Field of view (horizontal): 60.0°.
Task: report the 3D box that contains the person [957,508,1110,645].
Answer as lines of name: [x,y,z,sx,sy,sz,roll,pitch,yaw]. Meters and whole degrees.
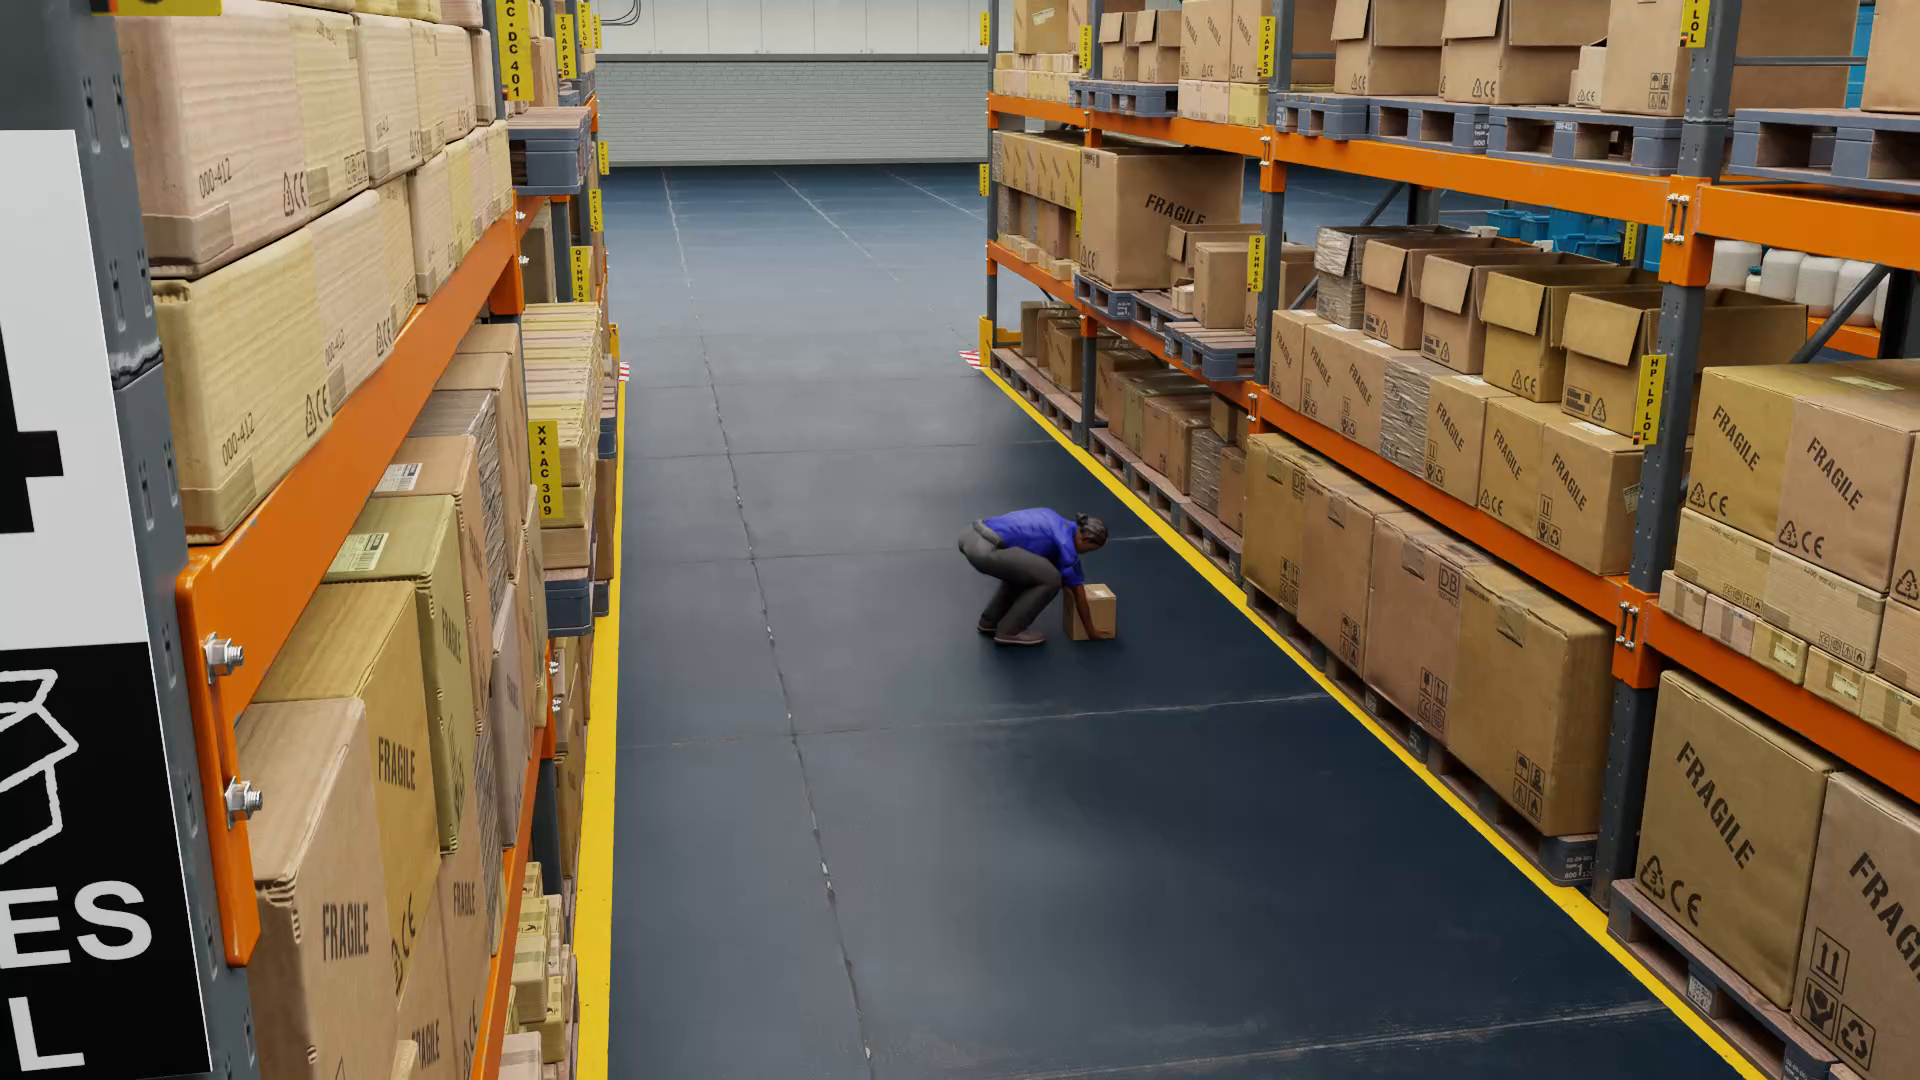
person: [0.422,0.205,9.503,0.871,0.770,0.459,-4,17,-12]
